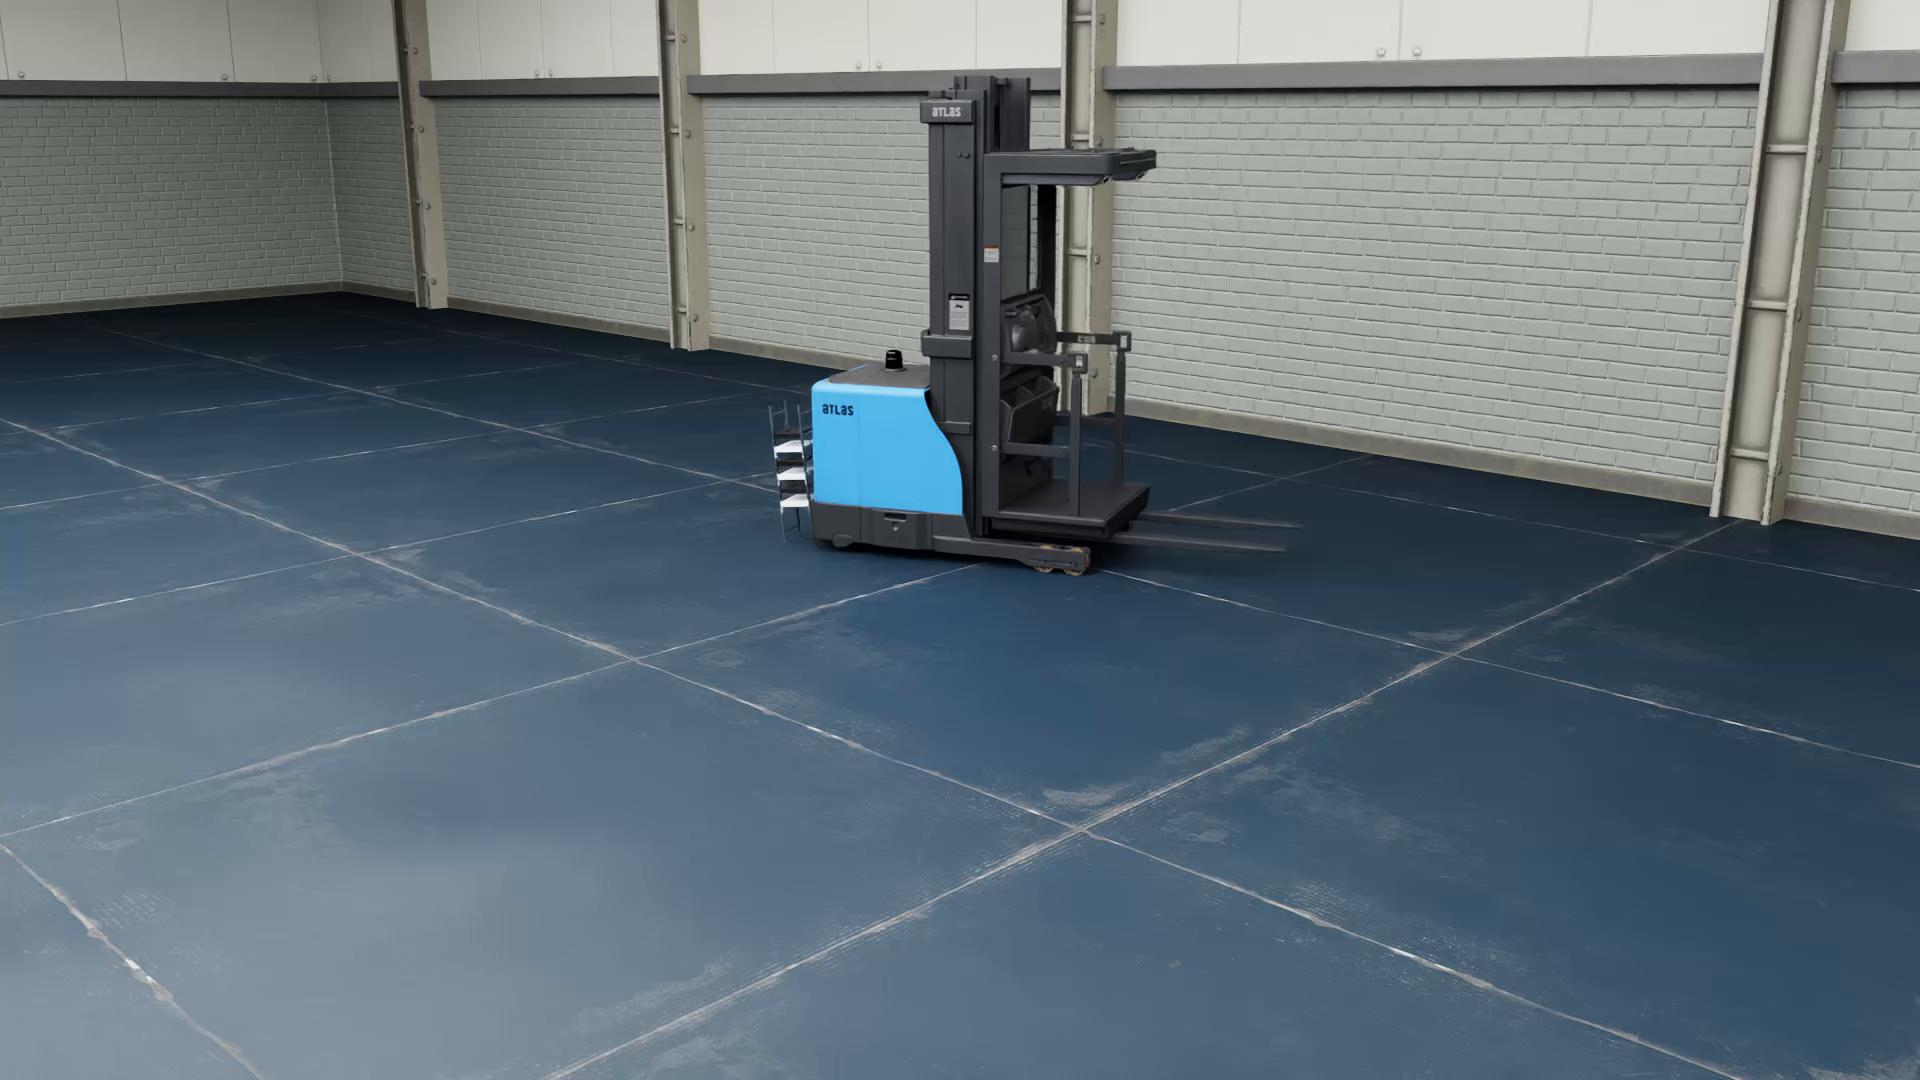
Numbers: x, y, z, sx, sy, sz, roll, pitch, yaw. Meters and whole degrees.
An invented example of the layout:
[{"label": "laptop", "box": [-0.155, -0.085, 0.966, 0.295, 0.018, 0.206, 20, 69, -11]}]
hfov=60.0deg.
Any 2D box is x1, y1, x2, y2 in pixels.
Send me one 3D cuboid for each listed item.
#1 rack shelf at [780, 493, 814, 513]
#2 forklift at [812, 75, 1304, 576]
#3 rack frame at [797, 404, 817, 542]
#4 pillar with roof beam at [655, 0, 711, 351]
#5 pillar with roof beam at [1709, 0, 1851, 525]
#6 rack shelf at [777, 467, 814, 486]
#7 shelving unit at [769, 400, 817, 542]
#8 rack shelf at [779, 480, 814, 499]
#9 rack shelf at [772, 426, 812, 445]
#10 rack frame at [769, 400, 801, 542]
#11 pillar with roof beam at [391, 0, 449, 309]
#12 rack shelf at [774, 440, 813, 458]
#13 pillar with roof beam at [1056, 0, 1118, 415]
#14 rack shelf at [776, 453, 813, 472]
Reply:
[{"label": "rack shelf", "box": [-1.030, -0.245, 10.896, 0.200, 0.077, 0.258, 0, 14, 21]}, {"label": "forklift", "box": [0.617, -1.352, 10.306, 3.031, 2.935, 1.130, 5, 16, 20]}, {"label": "rack frame", "box": [-0.954, -0.452, 10.813, 0.006, 0.900, 0.240, 0, 14, 21]}, {"label": "pillar with roof beam", "box": [-6.161, -5.835, 15.478, 0.400, 9.000, 9.100, 14, 20, 42]}, {"label": "pillar with roof beam", "box": [2.478, -3.735, 7.418, 0.400, 9.000, 9.100, 14, 20, 42]}, {"label": "rack shelf", "box": [-1.046, -0.419, 10.856, 0.200, 0.077, 0.258, 0, 14, 21]}, {"label": "shelving unit", "box": [-1.049, -0.452, 10.849, 0.210, 0.900, 0.258, 0, 14, 21]}, {"label": "rack shelf", "box": [-1.038, -0.332, 10.876, 0.200, 0.077, 0.258, 0, 14, 21]}, {"label": "rack shelf", "box": [-1.070, -0.682, 10.797, 0.200, 0.077, 0.258, 0, 14, 21]}, {"label": "rack frame", "box": [-1.144, -0.451, 10.885, 0.006, 0.900, 0.240, 0, 14, 21]}, {"label": "pillar with roof beam", "box": [-10.480, -6.885, 19.509, 0.400, 9.000, 9.100, 14, 20, 42]}, {"label": "rack shelf", "box": [-1.062, -0.594, 10.817, 0.200, 0.077, 0.258, 0, 14, 21]}, {"label": "pillar with roof beam", "box": [-1.842, -4.785, 11.448, 0.400, 9.000, 9.100, 14, 20, 42]}, {"label": "rack shelf", "box": [-1.054, -0.507, 10.836, 0.200, 0.077, 0.258, 0, 14, 21]}]
